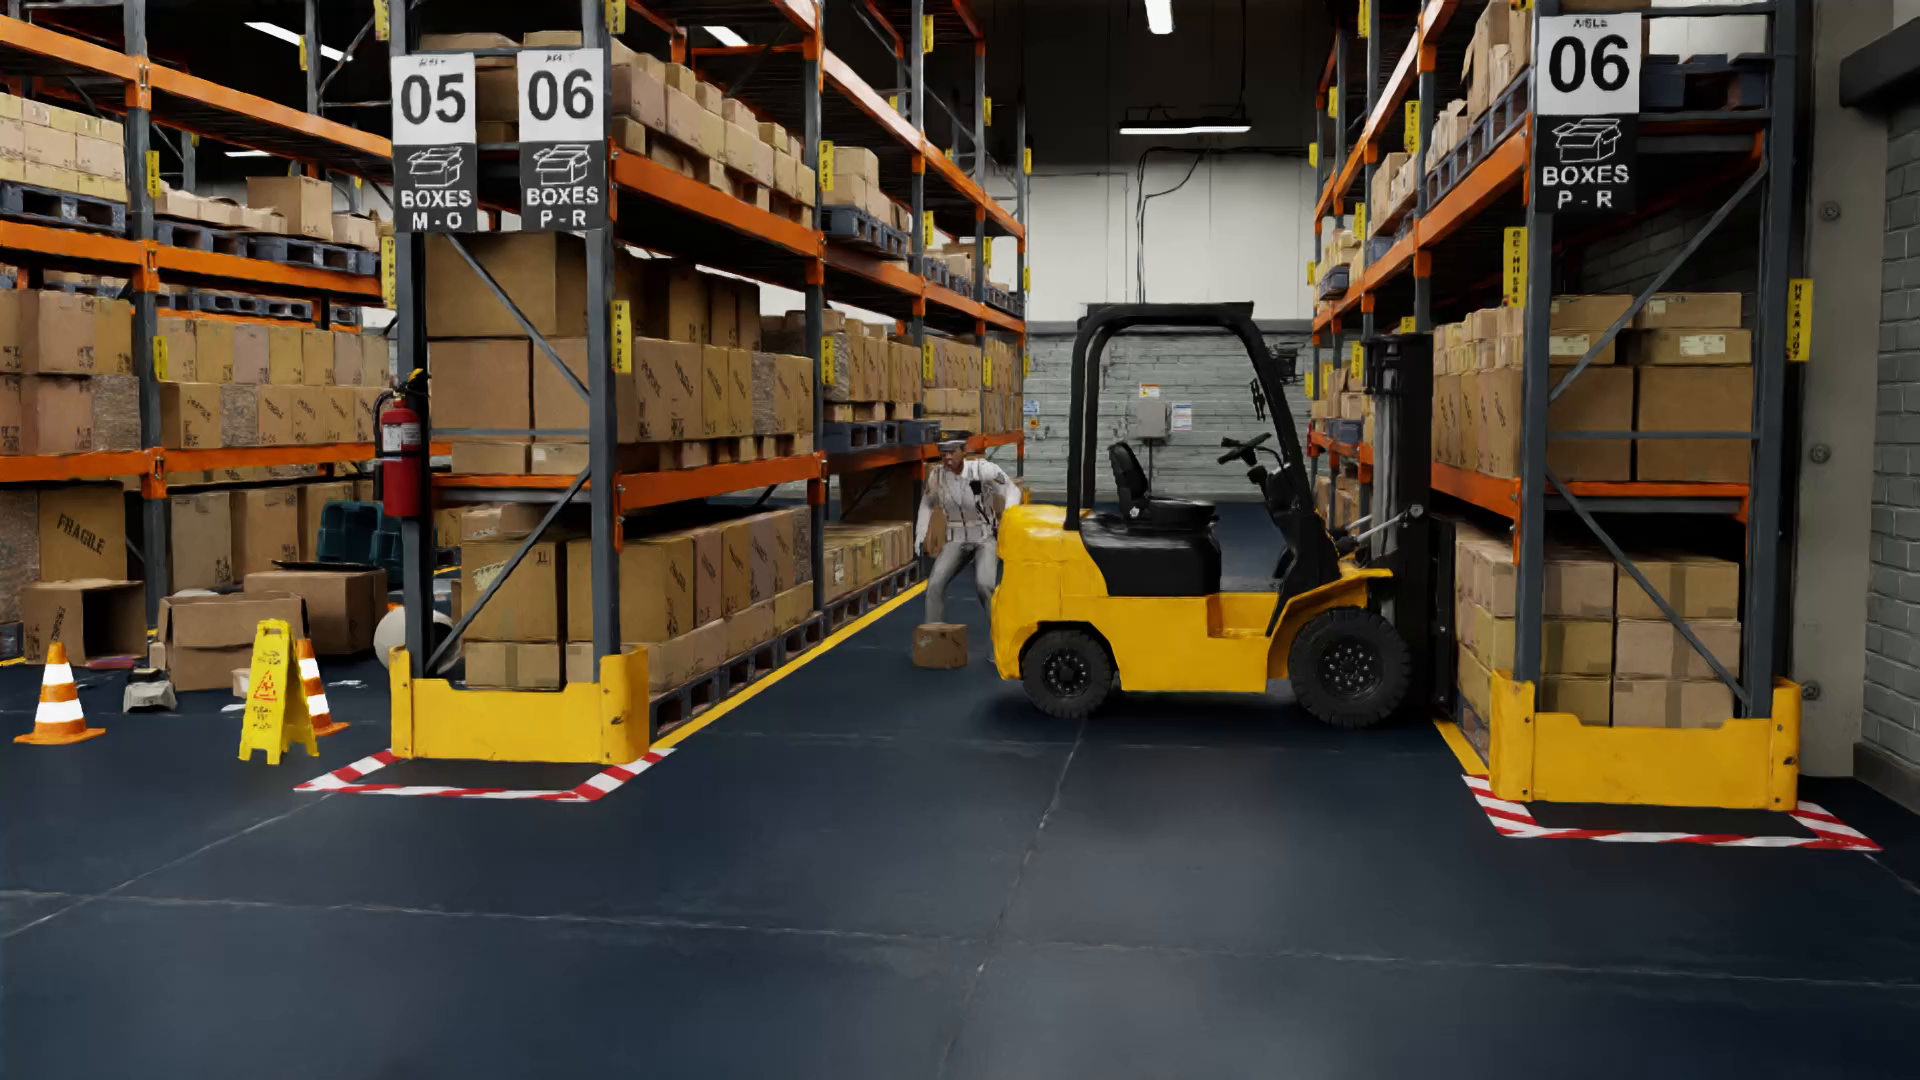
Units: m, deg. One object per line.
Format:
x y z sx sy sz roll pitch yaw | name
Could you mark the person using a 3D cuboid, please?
-0.009 0.027 10.687 0.711 1.486 0.746 2 5 21 | person
